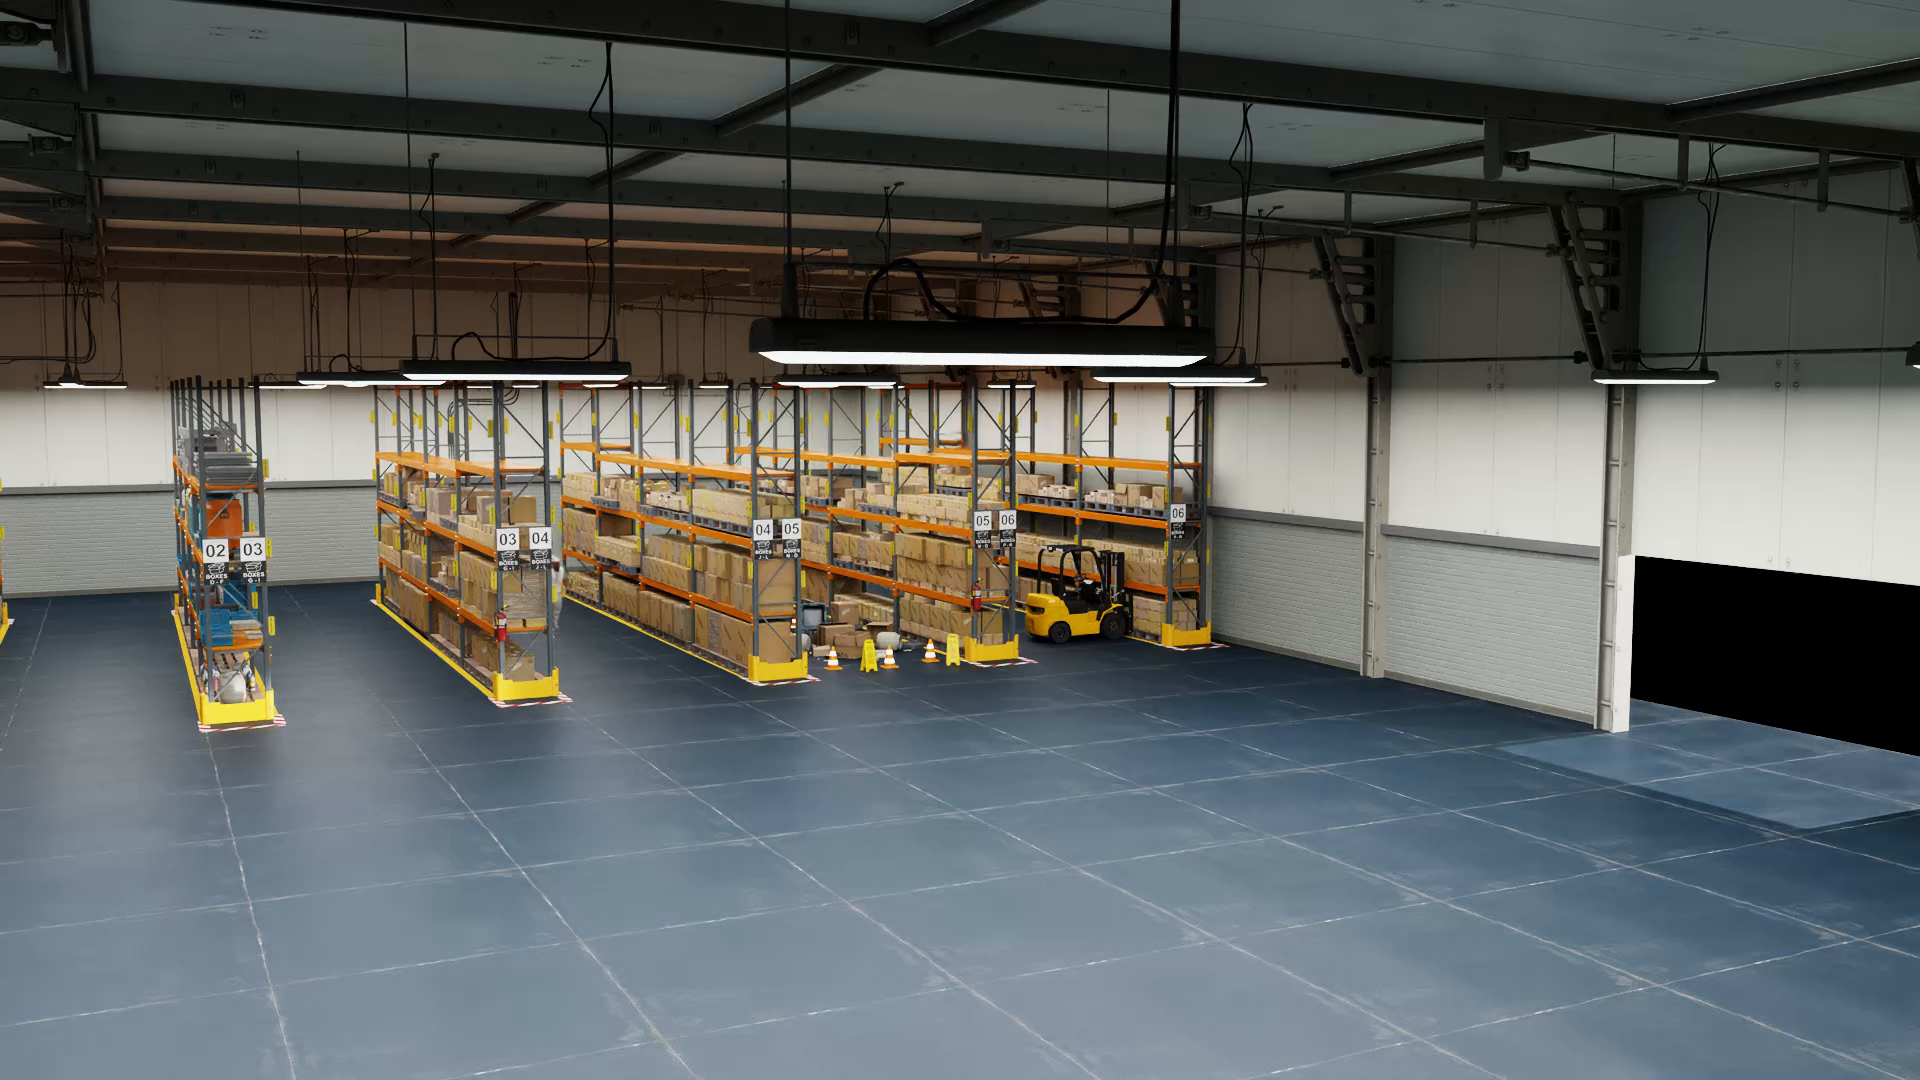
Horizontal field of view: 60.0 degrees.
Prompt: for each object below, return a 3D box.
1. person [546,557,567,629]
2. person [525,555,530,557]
[{"bbox_3d":[-9.942,1.269,40.592,0.694,1.744,0.786,-3,6,-34],"label":"person"},{"bbox_3d":[-12.428,0.708,47.007,0.717,1.702,0.622,1,5,15],"label":"person"}]
